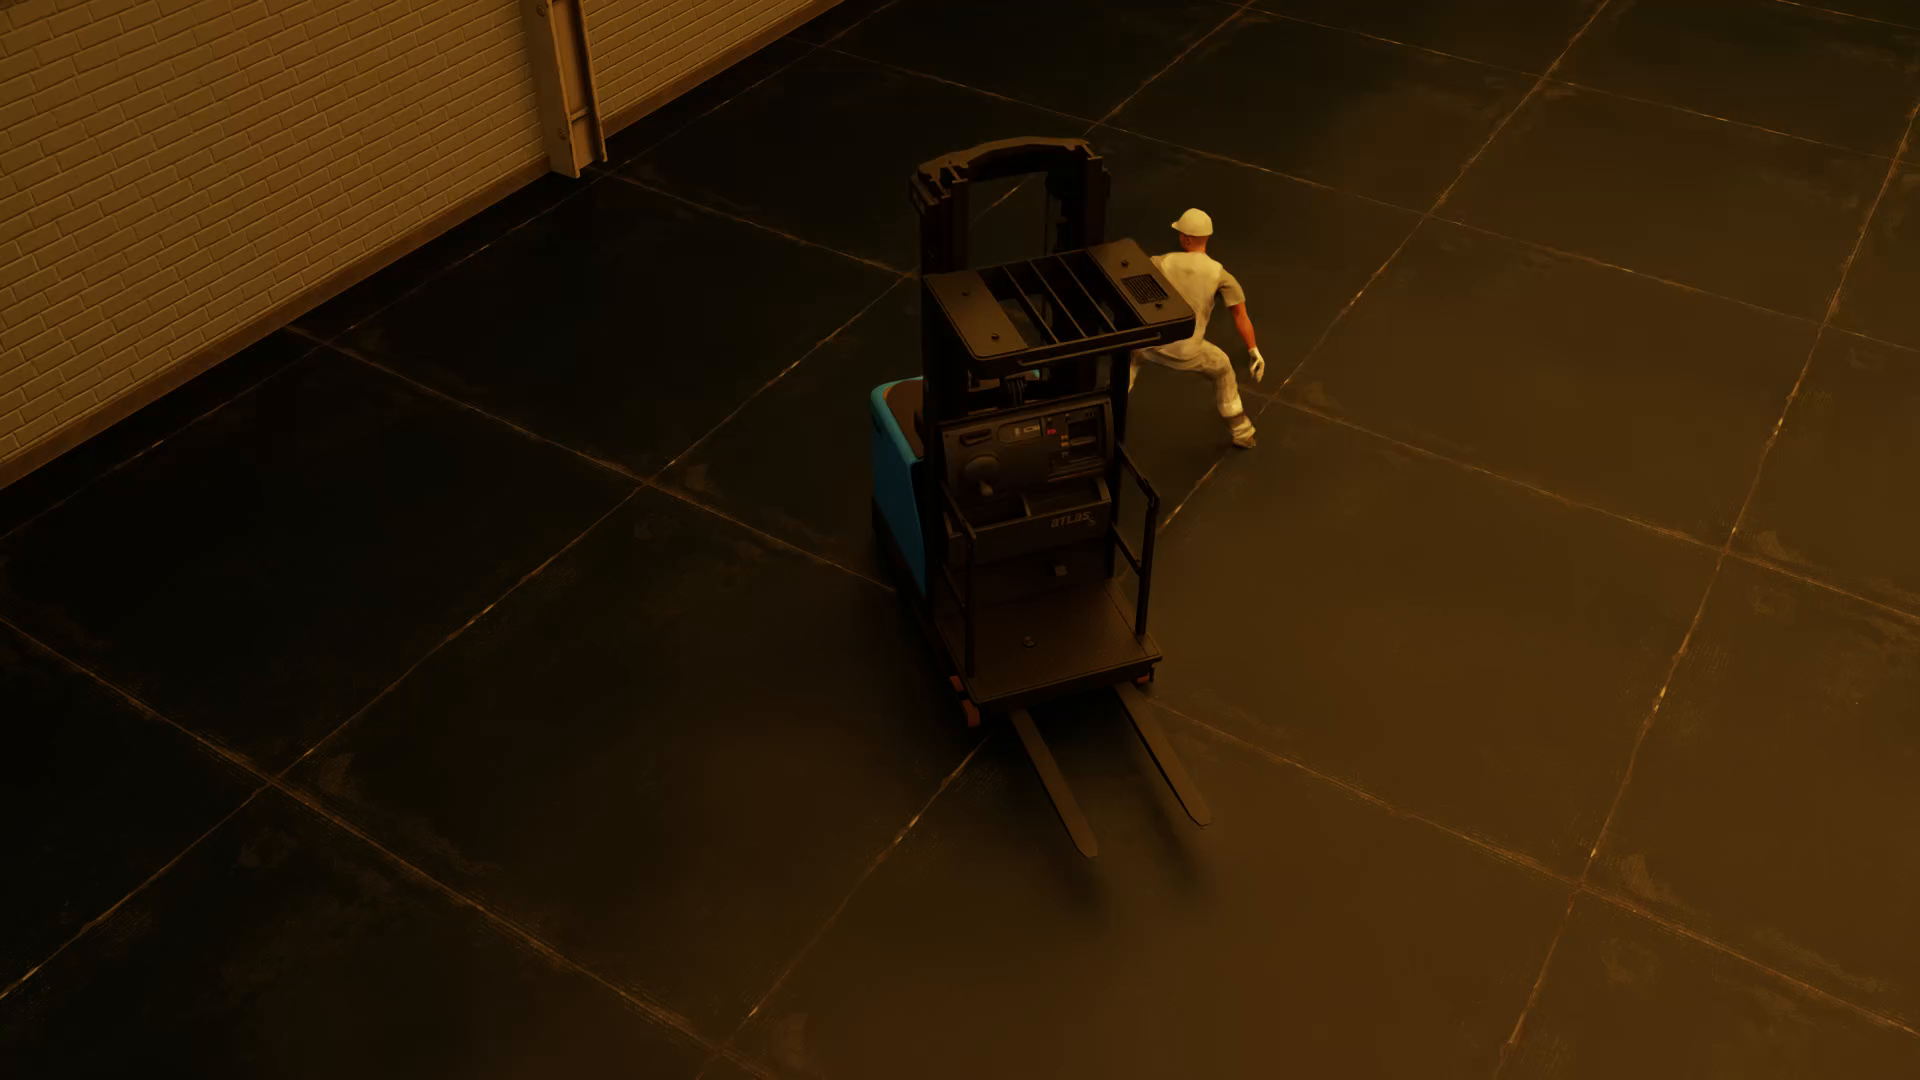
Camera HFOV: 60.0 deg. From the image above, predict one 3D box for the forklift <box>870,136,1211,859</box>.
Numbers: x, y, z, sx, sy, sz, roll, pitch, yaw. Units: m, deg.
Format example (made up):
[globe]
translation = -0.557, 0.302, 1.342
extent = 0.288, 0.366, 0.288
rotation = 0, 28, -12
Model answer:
[forklift]
translation = 0.429, -0.398, 8.436
extent = 1.130, 2.935, 3.031
rotation = -13, 42, -15

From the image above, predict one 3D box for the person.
[person]
translation = 1.438, -1.245, 10.545
extent = 1.128, 1.732, 0.576
rotation = 17, 43, 19
